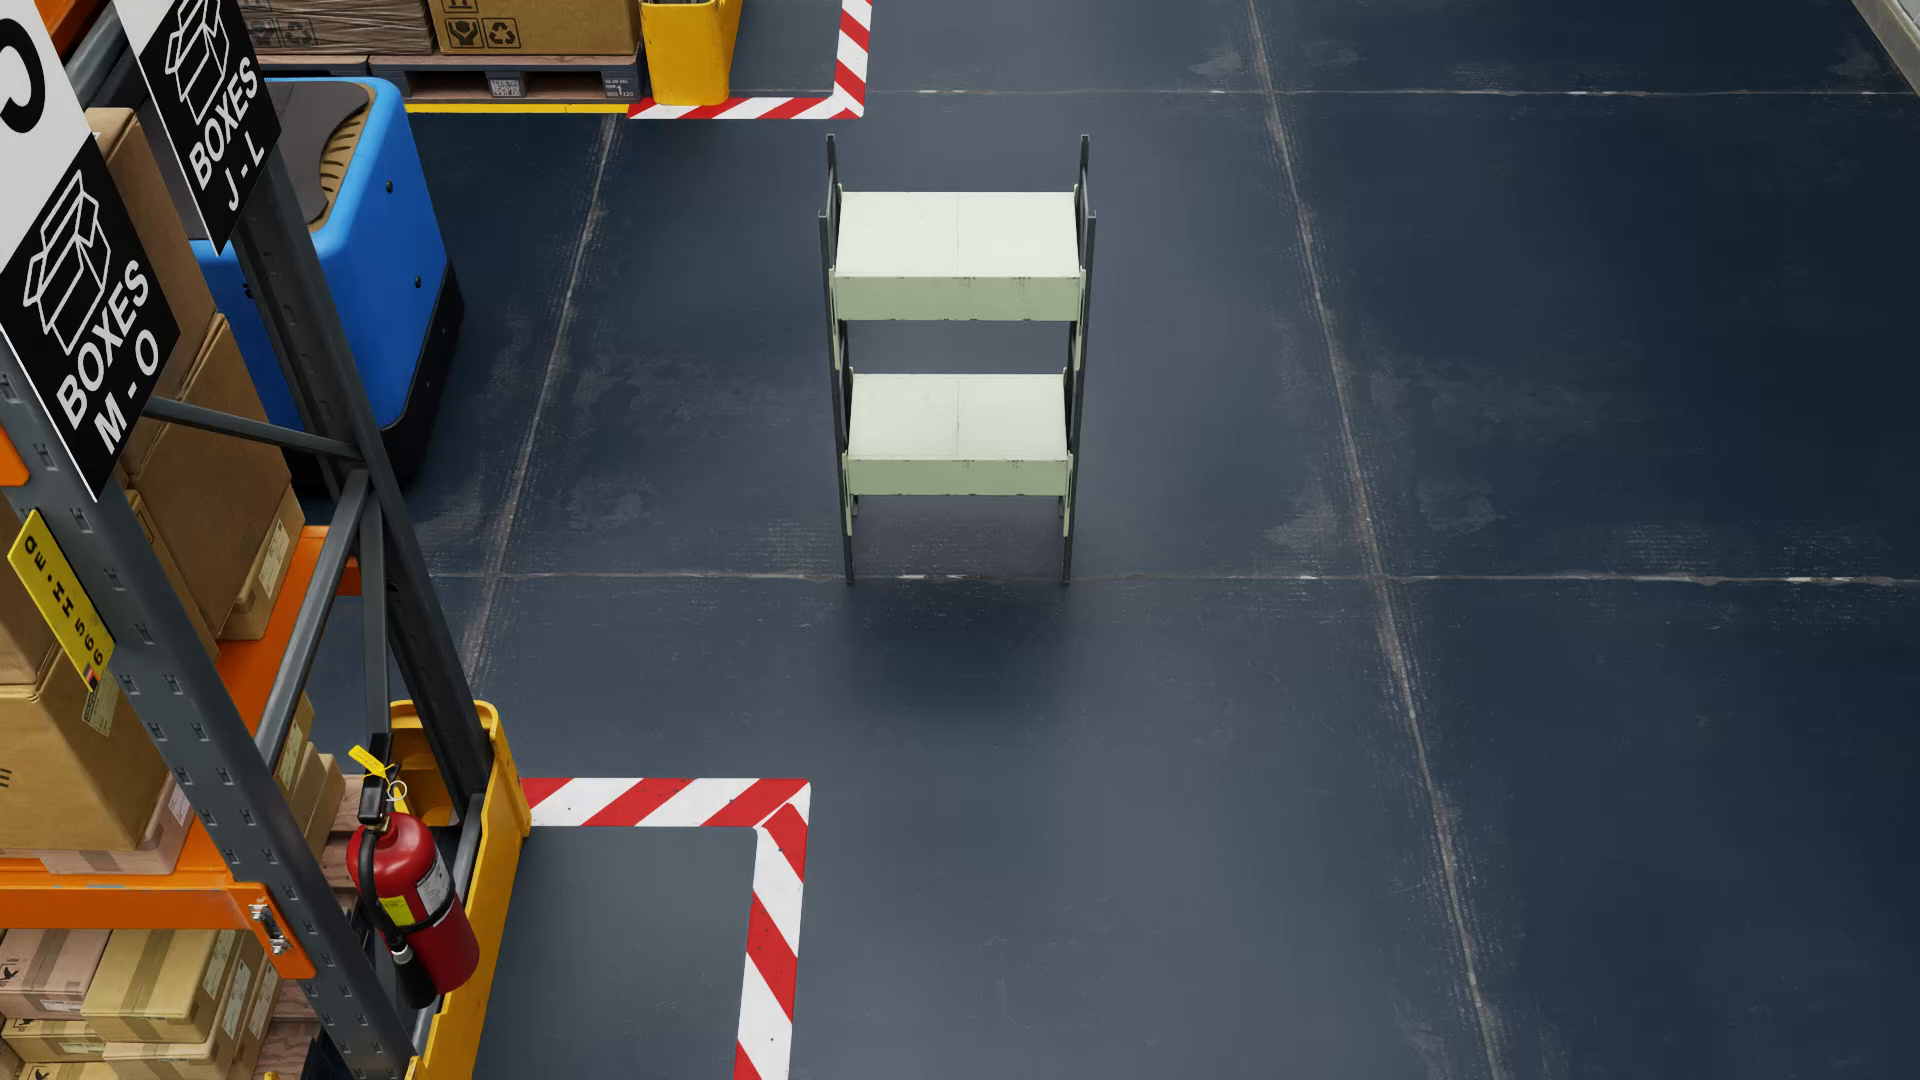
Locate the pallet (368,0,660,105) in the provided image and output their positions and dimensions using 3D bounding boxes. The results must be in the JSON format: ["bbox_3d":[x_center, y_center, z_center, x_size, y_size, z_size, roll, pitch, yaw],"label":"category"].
[{"bbox_3d":[-2.059,-2.429,7.867,1.213,0.211,1.003,0,47,0],"label":"pallet"}]

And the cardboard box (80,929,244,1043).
[{"bbox_3d":[-1.909,1.005,4.019,0.250,0.149,0.380,1,47,1],"label":"cardboard box"}]

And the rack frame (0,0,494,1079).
[{"bbox_3d":[-1.379,0.196,3.519,0.127,3.000,1.000,0,47,0],"label":"rack frame"}]

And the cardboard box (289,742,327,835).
[{"bbox_3d":[-1.902,0.733,4.476,0.250,0.149,0.380,2,47,2],"label":"cardboard box"}]

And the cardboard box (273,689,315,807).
[{"bbox_3d":[-1.901,0.571,4.423,0.250,0.149,0.380,-2,47,-2],"label":"cardboard box"}]

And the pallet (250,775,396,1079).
[{"bbox_3d":[-2.267,1.117,4.566,1.213,0.211,1.003,0,47,0],"label":"pallet"}]

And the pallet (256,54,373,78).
[{"bbox_3d":[-3.276,-2.435,7.872,1.213,0.211,1.003,0,47,0],"label":"pallet"}]

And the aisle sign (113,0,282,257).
[{"bbox_3d":[-1.305,-0.909,2.771,0.004,0.787,0.394,0,47,0],"label":"aisle sign"}]

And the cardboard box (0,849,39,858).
[{"bbox_3d":[-1.954,0.459,3.445,0.250,0.149,0.380,0,47,0],"label":"cardboard box"}]

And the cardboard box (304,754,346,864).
[{"bbox_3d":[-1.901,0.788,4.628,0.250,0.149,0.380,1,47,1],"label":"cardboard box"}]

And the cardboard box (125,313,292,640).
[{"bbox_3d":[-1.827,-0.143,3.562,0.500,0.500,0.500,2,47,2],"label":"cardboard box"}]

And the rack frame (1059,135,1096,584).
[{"bbox_3d":[0.359,-0.510,5.200,0.023,1.500,0.400,0,47,0],"label":"rack frame"}]

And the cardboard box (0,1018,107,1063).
[{"bbox_3d":[-2.169,1.090,4.144,0.250,0.149,0.380,-1,47,-1],"label":"cardboard box"}]

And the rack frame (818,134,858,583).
[{"bbox_3d":[-0.373,-0.512,5.202,0.023,1.500,0.400,0,47,0],"label":"rack frame"}]

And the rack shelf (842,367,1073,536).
[{"bbox_3d":[-0.007,-0.289,5.440,0.720,0.370,0.431,0,47,0],"label":"rack shelf"}]

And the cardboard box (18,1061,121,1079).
[{"bbox_3d":[-2.163,1.249,4.199,0.250,0.149,0.380,1,47,1],"label":"cardboard box"}]

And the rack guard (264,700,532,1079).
[{"bbox_3d":[-1.455,1.047,4.434,0.348,0.500,1.175,0,47,0],"label":"rack guard"}]

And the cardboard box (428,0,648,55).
[{"bbox_3d":[-1.899,-2.797,7.469,0.875,0.875,0.875,0,47,0],"label":"cardboard box"}]

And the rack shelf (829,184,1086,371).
[{"bbox_3d":[-0.007,-0.777,4.915,0.720,0.370,0.431,0,47,0],"label":"rack shelf"}]

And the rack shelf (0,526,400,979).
[{"bbox_3d":[-3.379,0.435,3.787,4.000,0.370,1.077,0,47,0],"label":"rack shelf"}]

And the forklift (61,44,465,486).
[{"bbox_3d":[-3.437,-1.509,5.152,3.031,2.935,1.130,-1,47,-1],"label":"forklift"}]

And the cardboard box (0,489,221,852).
[{"bbox_3d":[-1.829,0.247,3.199,0.500,0.500,0.500,1,47,1],"label":"cardboard box"}]

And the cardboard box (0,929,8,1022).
[{"bbox_3d":[-2.420,1.055,3.973,0.250,0.149,0.380,-1,47,-1],"label":"cardboard box"}]

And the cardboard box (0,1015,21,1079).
[{"bbox_3d":[-2.427,1.130,4.107,0.250,0.149,0.380,-2,47,-1],"label":"cardboard box"}]

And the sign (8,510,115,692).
[{"bbox_3d":[-1.401,0.100,2.601,0.005,0.325,0.100,0,47,0],"label":"sign"}]

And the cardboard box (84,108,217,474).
[{"bbox_3d":[-1.827,-0.476,3.189,0.500,0.500,0.500,0,47,0],"label":"cardboard box"}]

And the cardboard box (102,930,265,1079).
[{"bbox_3d":[-1.908,1.130,4.106,0.250,0.149,0.380,-1,47,-1],"label":"cardboard box"}]

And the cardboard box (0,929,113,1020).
[{"bbox_3d":[-2.160,0.963,4.059,0.250,0.149,0.380,1,47,1],"label":"cardboard box"}]

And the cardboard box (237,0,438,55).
[{"bbox_3d":[-2.809,-2.799,7.471,0.875,0.875,0.875,0,47,0],"label":"cardboard box"}]

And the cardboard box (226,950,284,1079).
[{"bbox_3d":[-1.906,1.175,4.268,0.250,0.149,0.380,1,47,1],"label":"cardboard box"}]

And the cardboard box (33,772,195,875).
[{"bbox_3d":[-1.706,0.487,3.419,0.250,0.149,0.380,0,47,0],"label":"cardboard box"}]

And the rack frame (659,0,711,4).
[{"bbox_3d":[-1.259,-3.435,6.898,0.127,3.000,1.000,0,47,0],"label":"rack frame"}]

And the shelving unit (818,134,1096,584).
[{"bbox_3d":[-0.007,-0.511,5.201,0.755,1.500,0.431,0,47,0],"label":"shelving unit"}]

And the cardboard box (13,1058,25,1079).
[{"bbox_3d":[-2.427,1.185,4.259,0.250,0.149,0.380,0,47,0],"label":"cardboard box"}]

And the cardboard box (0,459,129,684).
[{"bbox_3d":[-1.837,-0.100,2.839,0.500,0.500,0.500,-1,47,-1],"label":"cardboard box"}]

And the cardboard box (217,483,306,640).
[{"bbox_3d":[-1.701,0.041,3.835,0.250,0.149,0.380,0,47,0],"label":"cardboard box"}]

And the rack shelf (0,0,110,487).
[{"bbox_3d":[-3.379,-0.587,2.689,4.000,0.370,1.077,0,47,0],"label":"rack shelf"}]

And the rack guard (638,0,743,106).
[{"bbox_3d":[-1.235,-2.583,7.813,0.348,0.500,1.175,0,47,0],"label":"rack guard"}]

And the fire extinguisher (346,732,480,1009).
[{"bbox_3d":[-1.129,0.688,3.368,0.183,0.674,0.296,0,47,0],"label":"fire extinguisher"}]

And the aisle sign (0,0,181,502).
[{"bbox_3d":[-1.307,-0.470,2.362,0.004,0.787,0.394,0,47,0],"label":"aisle sign"}]
